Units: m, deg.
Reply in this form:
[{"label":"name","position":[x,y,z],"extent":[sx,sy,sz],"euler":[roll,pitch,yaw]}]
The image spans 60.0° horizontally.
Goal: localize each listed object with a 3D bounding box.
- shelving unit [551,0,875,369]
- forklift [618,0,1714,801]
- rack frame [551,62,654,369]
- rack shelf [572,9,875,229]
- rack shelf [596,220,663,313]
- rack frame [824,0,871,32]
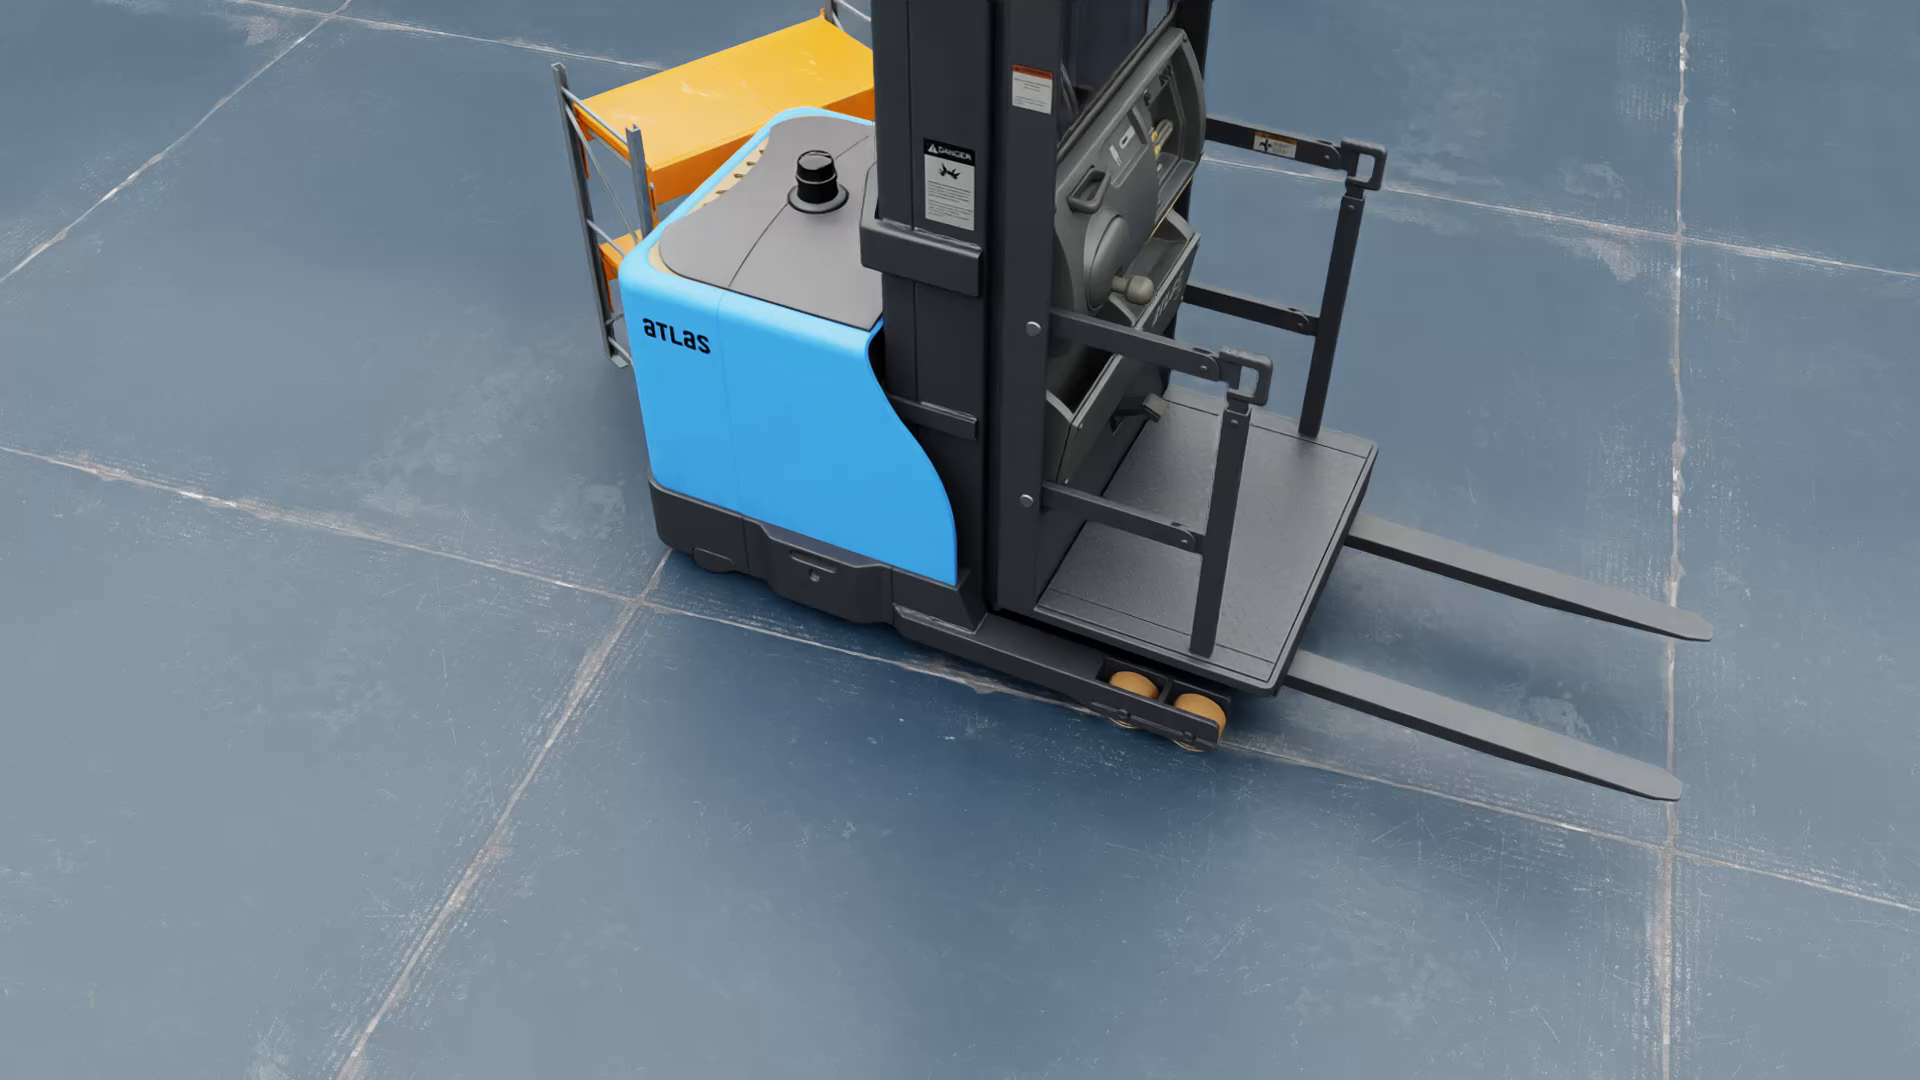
[{"label":"shelving unit","position":[-0.700,-1.154,5.625],"extent":[1.048,1.125,0.538],"euler":[-29,51,-26]},{"label":"forklift","position":[0.613,-0.884,4.058],"extent":[3.031,2.935,1.130],"euler":[18,47,18]},{"label":"rack frame","position":[-1.101,-0.935,5.401],"extent":[0.032,1.125,0.500],"euler":[-29,51,-26]},{"label":"rack shelf","position":[-0.700,-1.363,5.420],"extent":[1.000,0.278,0.538],"euler":[-29,51,-26]},{"label":"rack shelf","position":[-0.700,-0.979,5.796],"extent":[1.000,0.278,0.538],"euler":[-29,51,-26]},{"label":"rack frame","position":[-0.299,-1.372,5.848],"extent":[0.032,1.125,0.500],"euler":[-29,51,-26]}]
